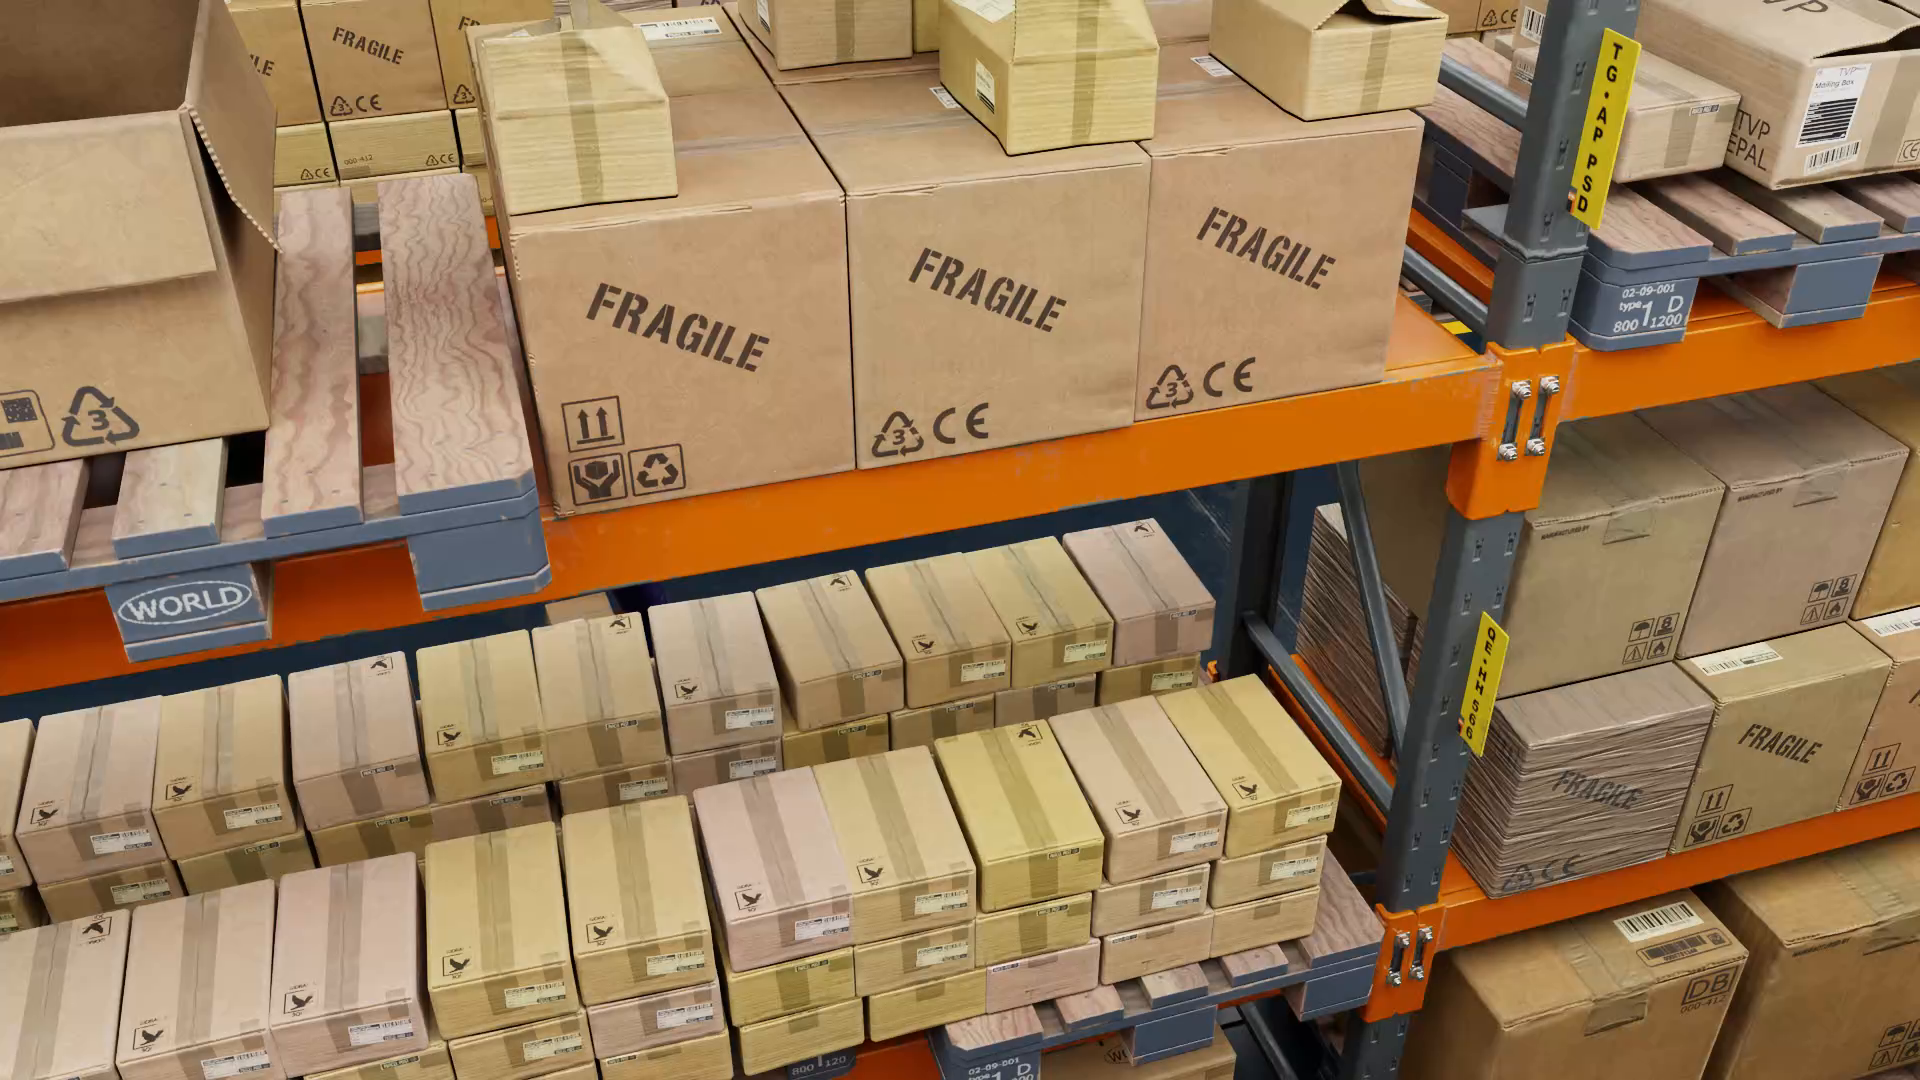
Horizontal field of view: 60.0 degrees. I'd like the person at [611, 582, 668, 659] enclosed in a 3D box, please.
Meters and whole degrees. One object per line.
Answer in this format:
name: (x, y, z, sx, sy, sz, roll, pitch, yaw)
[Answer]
person: (-1.308, -0.216, 6.467, 0.368, 1.652, 0.558, -11, 36, -16)
